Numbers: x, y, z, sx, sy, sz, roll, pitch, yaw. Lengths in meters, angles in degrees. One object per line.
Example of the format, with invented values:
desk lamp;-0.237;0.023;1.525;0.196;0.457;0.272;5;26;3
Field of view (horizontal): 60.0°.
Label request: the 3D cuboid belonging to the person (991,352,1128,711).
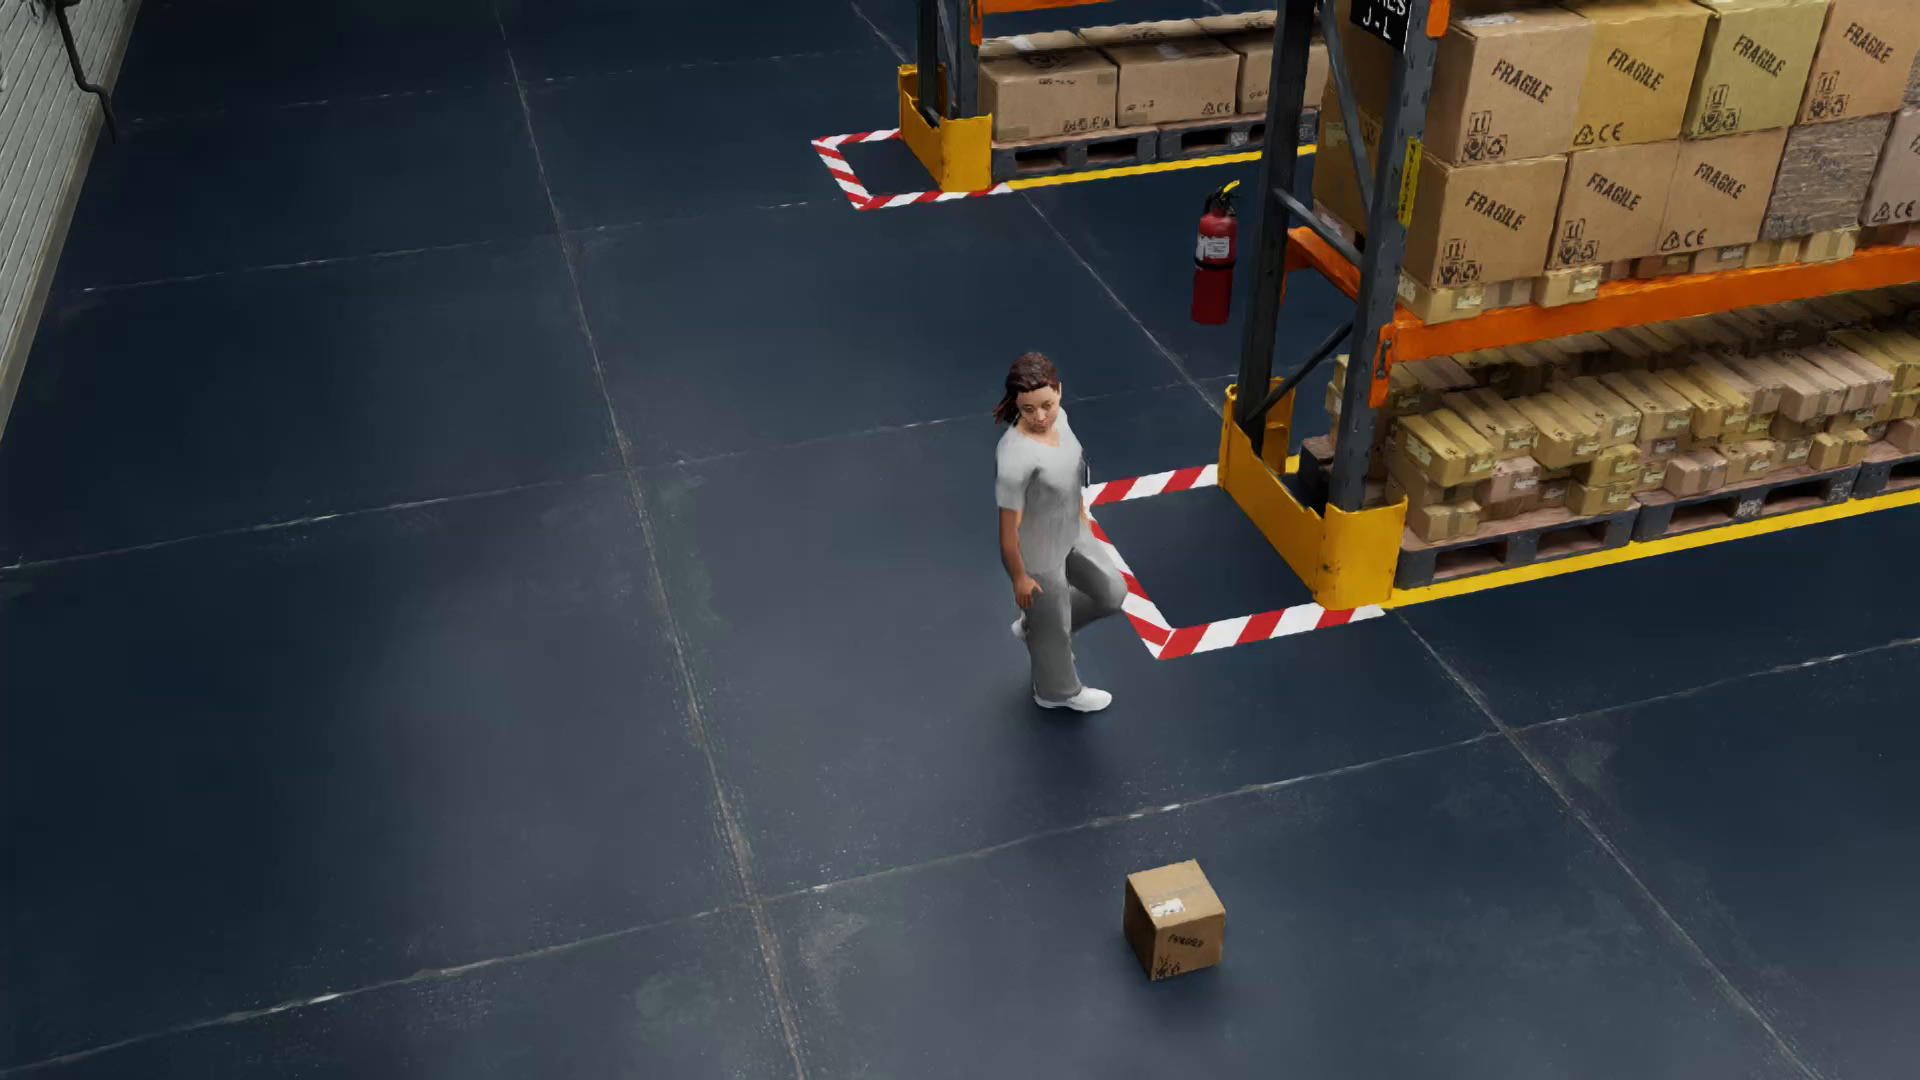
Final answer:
person;0.358;0.026;6.112;0.470;1.654;0.592;13;36;18
